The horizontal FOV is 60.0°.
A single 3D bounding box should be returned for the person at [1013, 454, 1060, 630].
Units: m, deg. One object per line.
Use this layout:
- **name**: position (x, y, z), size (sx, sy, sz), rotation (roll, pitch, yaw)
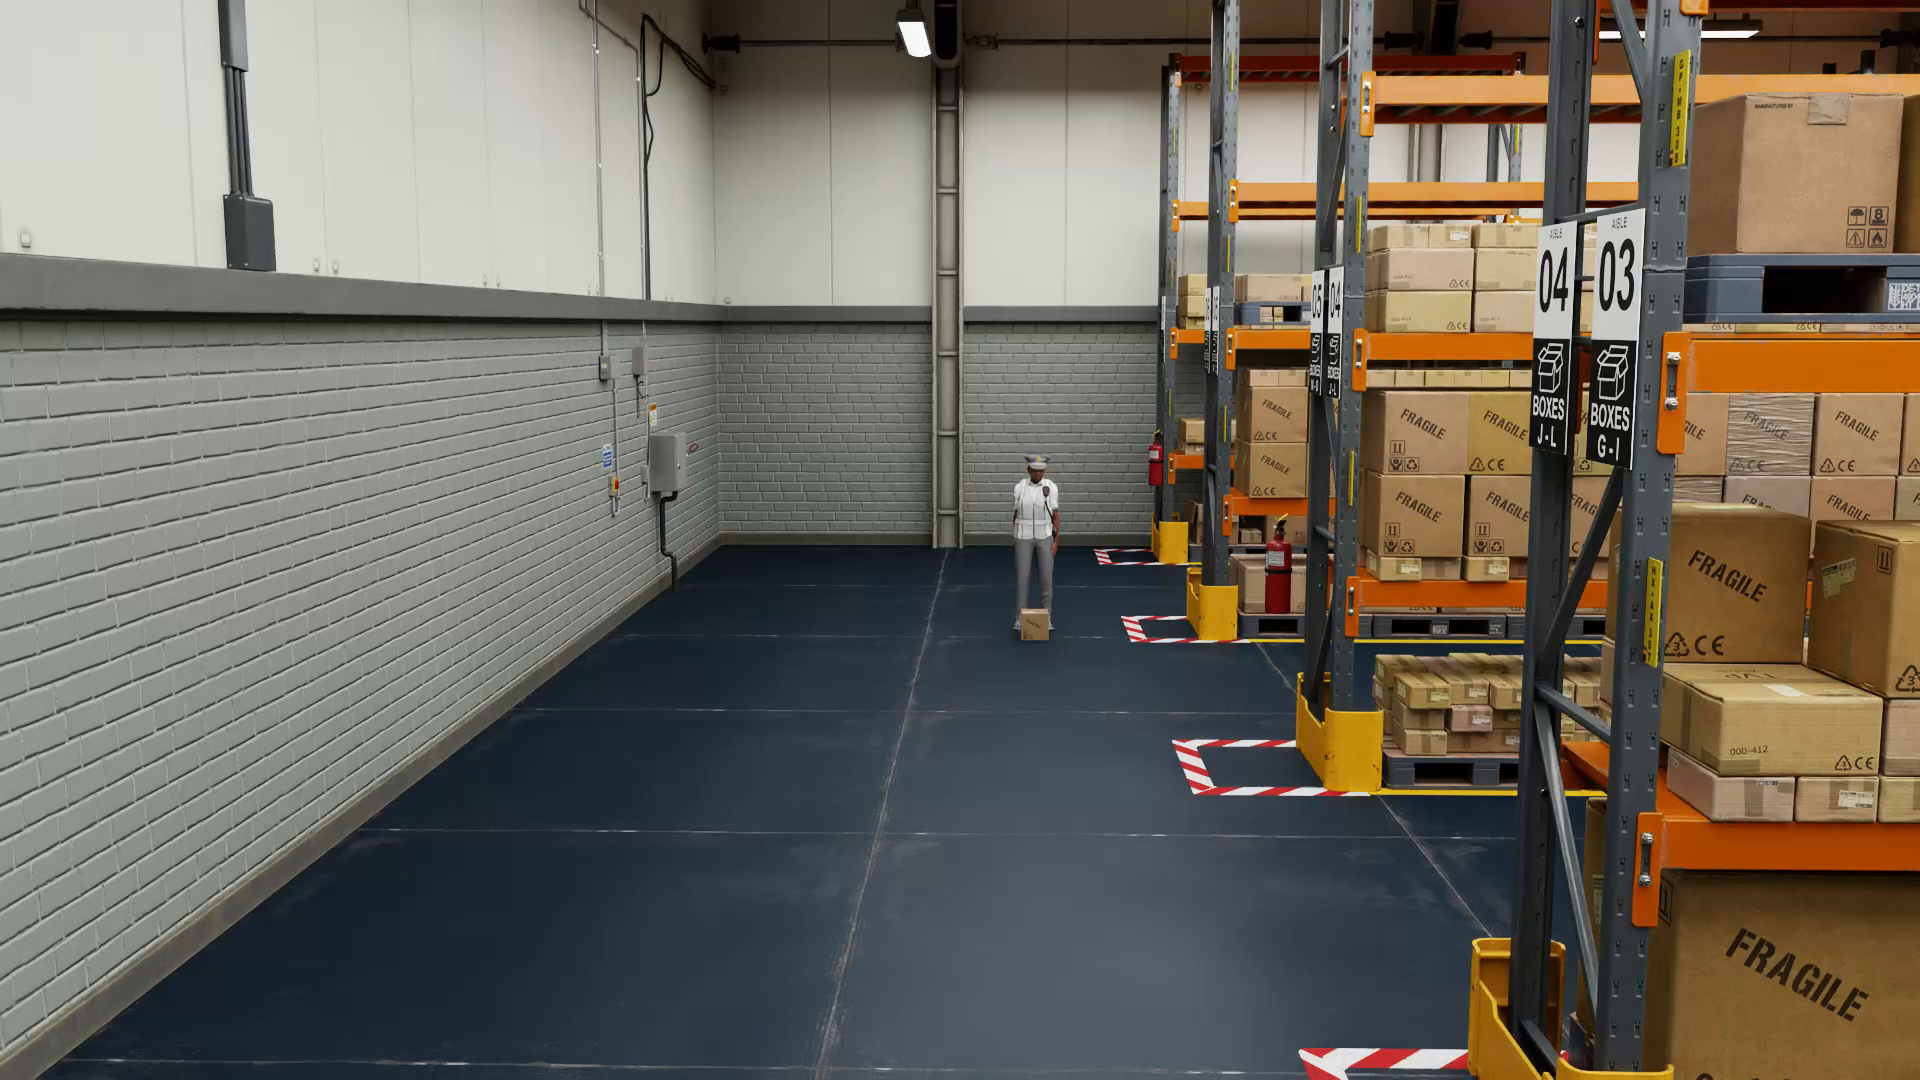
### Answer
- **person**: position (0.716, 0.022, 15.658), size (0.438, 1.654, 0.341), rotation (0, 7, 3)
